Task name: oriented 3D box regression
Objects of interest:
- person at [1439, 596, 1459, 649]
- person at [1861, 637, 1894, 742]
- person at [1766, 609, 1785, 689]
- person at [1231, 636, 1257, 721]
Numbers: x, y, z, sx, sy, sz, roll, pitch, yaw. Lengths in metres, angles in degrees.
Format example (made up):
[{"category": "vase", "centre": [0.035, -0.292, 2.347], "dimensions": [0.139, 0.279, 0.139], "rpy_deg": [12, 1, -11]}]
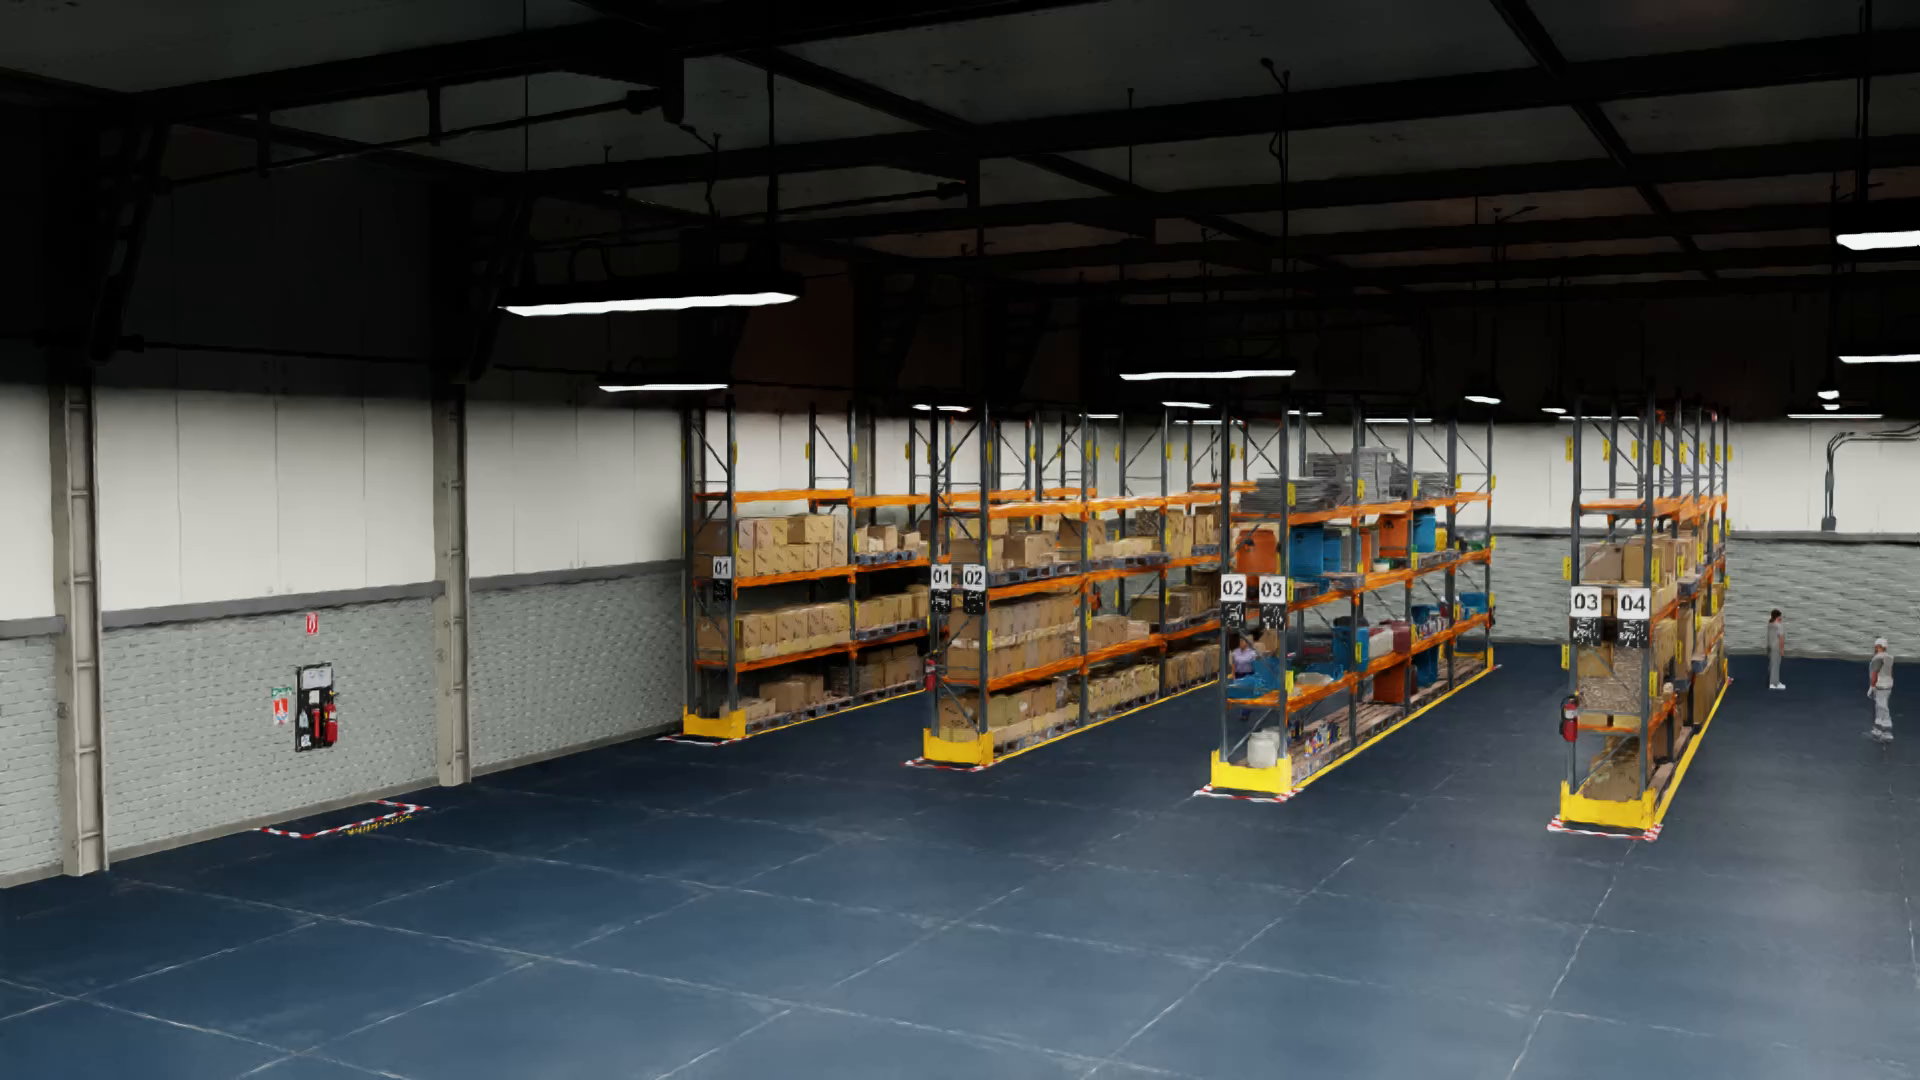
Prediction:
[{"category": "person", "centre": [12.502, 1.964, 42.403], "dimensions": [0.639, 1.632, 0.512], "rpy_deg": [2, 3, 27]}, {"category": "person", "centre": [15.958, 2.576, 28.881], "dimensions": [0.658, 1.783, 0.583], "rpy_deg": [-3, 4, -41]}, {"category": "person", "centre": [17.301, 2.300, 35.196], "dimensions": [0.441, 1.675, 0.496], "rpy_deg": [0, 3, -3]}, {"category": "person", "centre": [5.314, 2.560, 31.153], "dimensions": [0.480, 1.563, 1.079], "rpy_deg": [2, 3, 30]}]
